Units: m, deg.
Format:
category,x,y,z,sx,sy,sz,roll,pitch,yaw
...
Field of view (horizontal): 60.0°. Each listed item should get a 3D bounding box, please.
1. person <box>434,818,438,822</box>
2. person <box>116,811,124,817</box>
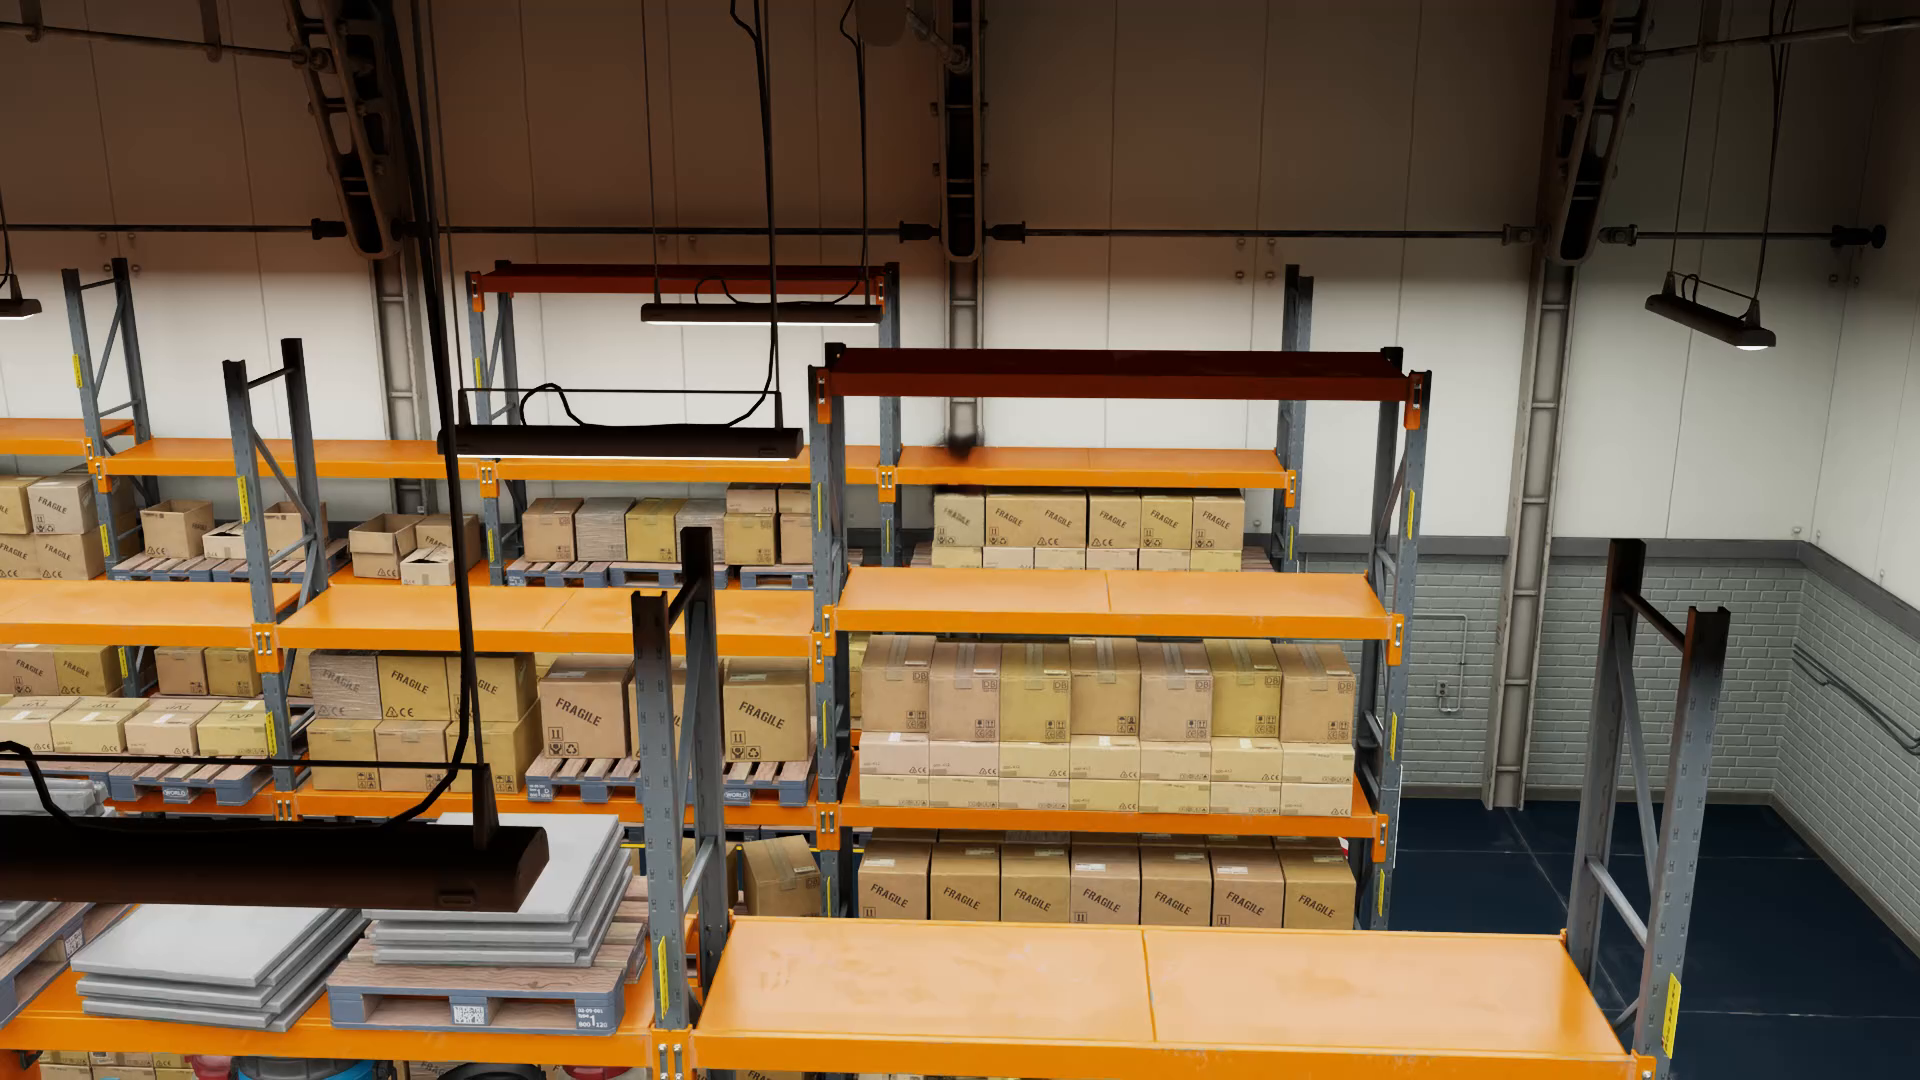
category,x,y,z,sx,sy,sz,roll,pitch,yaw
person,-4.727,2.759,15.917,0.603,1.820,0.383,-1,16,-5
person,-8.522,2.710,16.371,0.539,1.694,0.476,-3,16,-12
